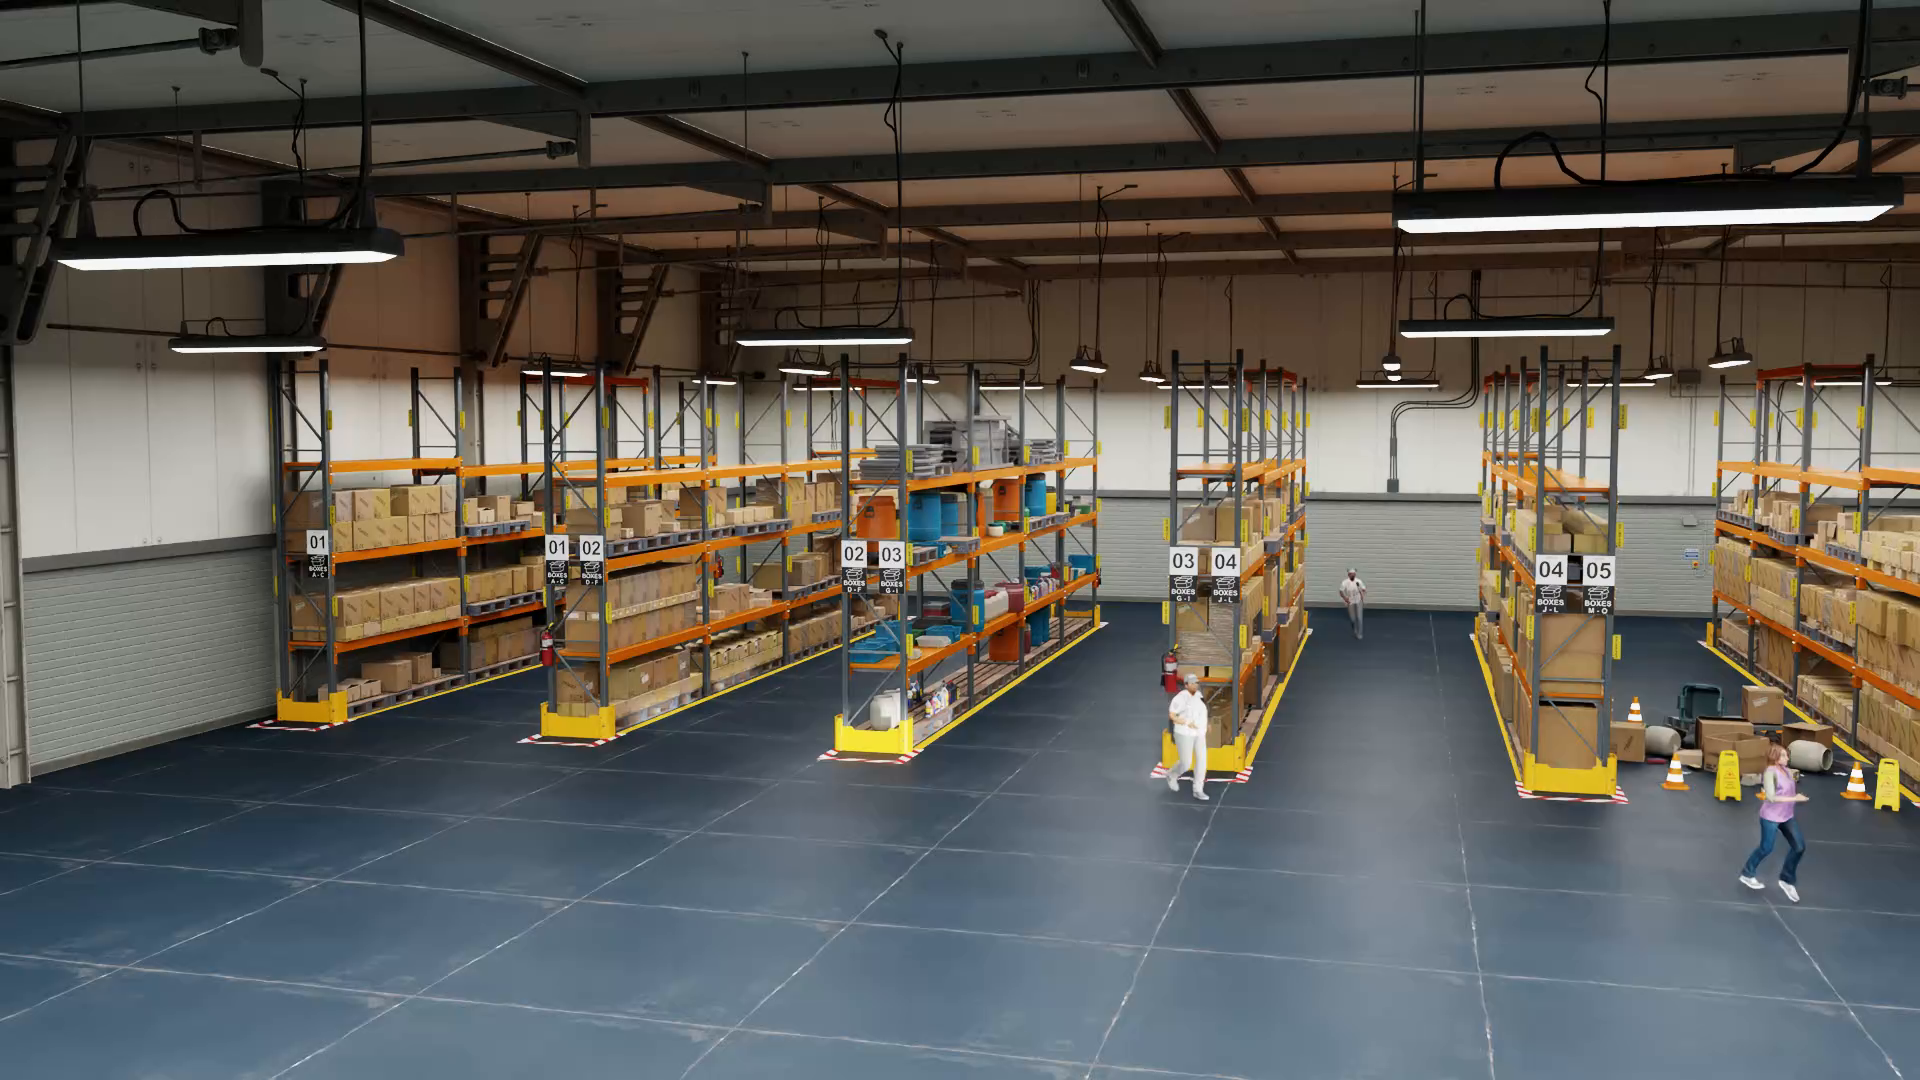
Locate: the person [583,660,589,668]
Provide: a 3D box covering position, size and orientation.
[{"bbox_3d":[-6.890,2.043,31.205,0.544,1.311,0.542,1,4,8],"label":"person"}]

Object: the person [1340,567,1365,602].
[{"bbox_3d":[9.021,1.020,38.151,0.559,0.797,0.342,0,4,6],"label":"person"}]

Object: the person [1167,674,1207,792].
[{"bbox_3d":[3.028,2.561,22.146,0.600,1.573,0.575,-2,5,-30],"label":"person"}]

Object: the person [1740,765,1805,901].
[{"bbox_3d":[8.533,3.059,17.469,0.351,1.418,0.616,-2,5,-30],"label":"person"}]
